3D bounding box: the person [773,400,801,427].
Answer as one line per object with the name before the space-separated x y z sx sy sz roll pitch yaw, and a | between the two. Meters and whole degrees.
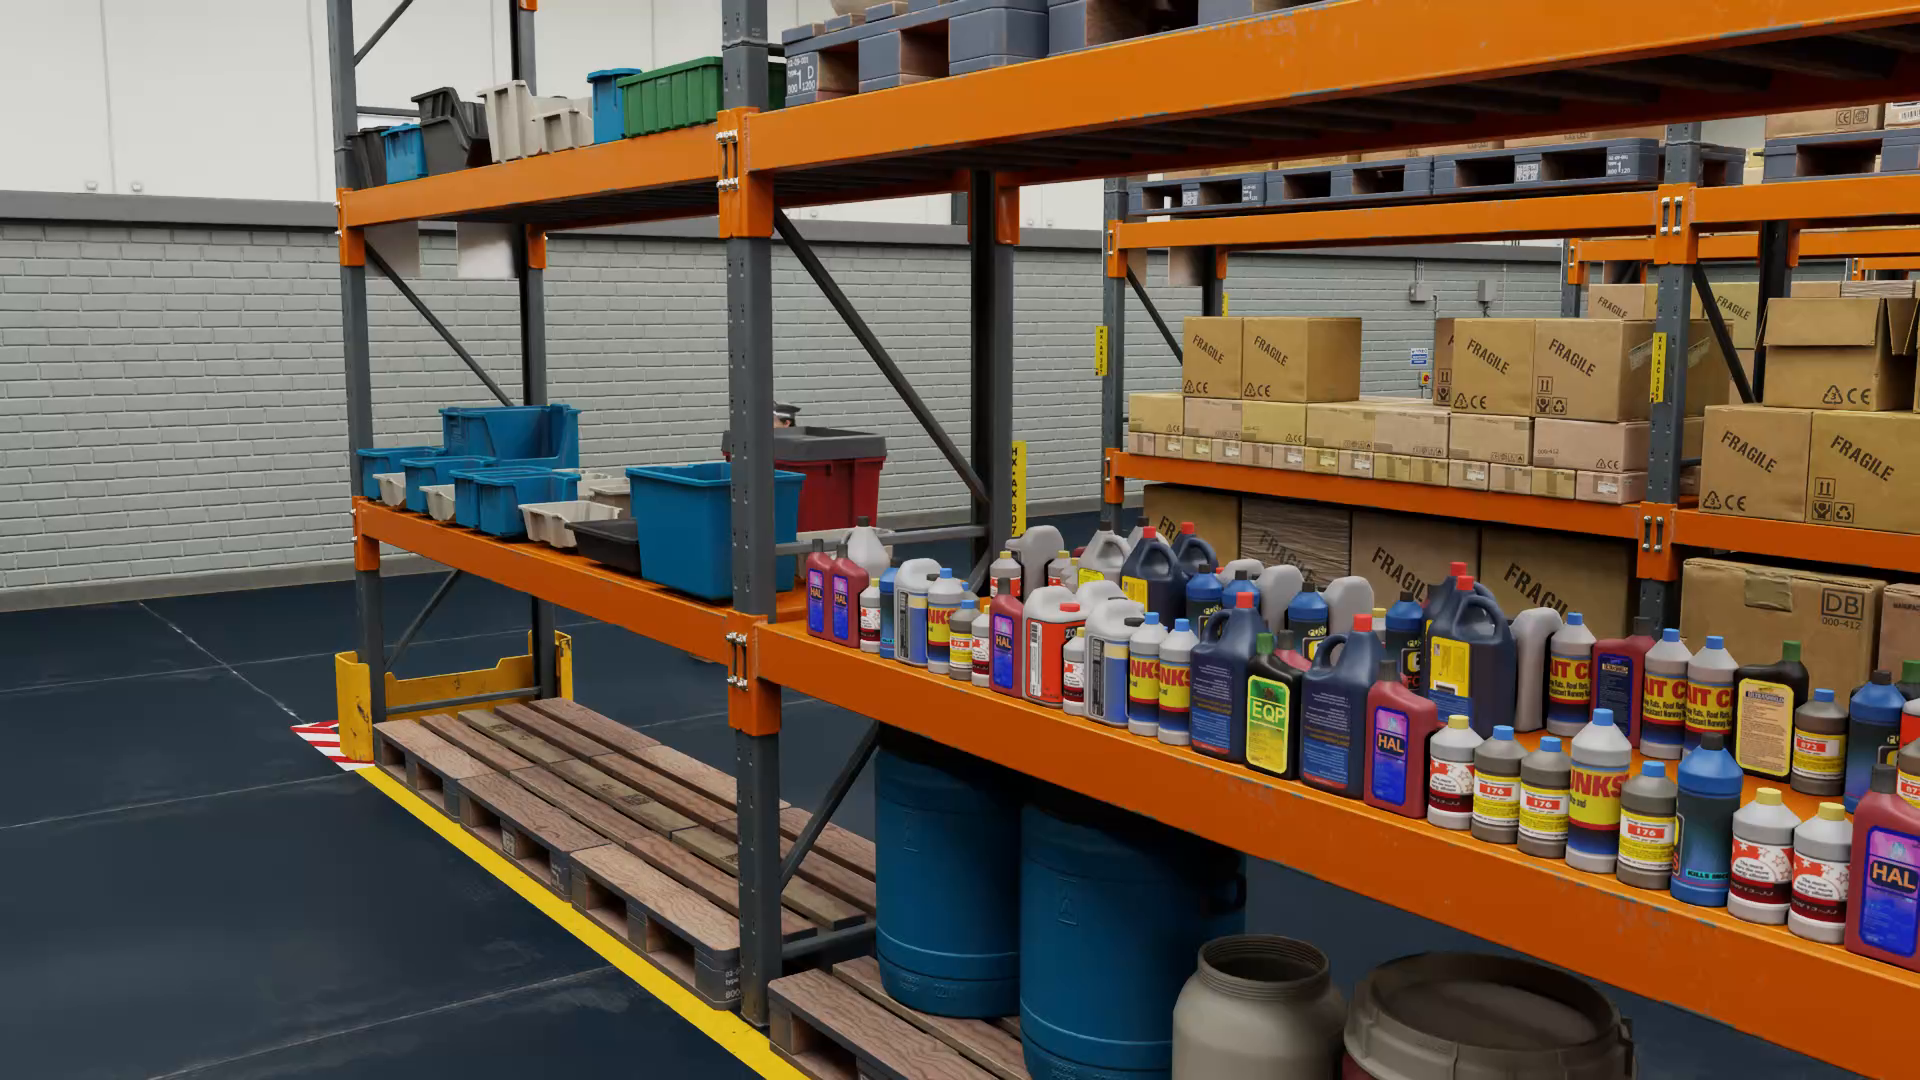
person | -1.204 -0.092 10.964 0.329 1.669 0.468 -5 10 -35
